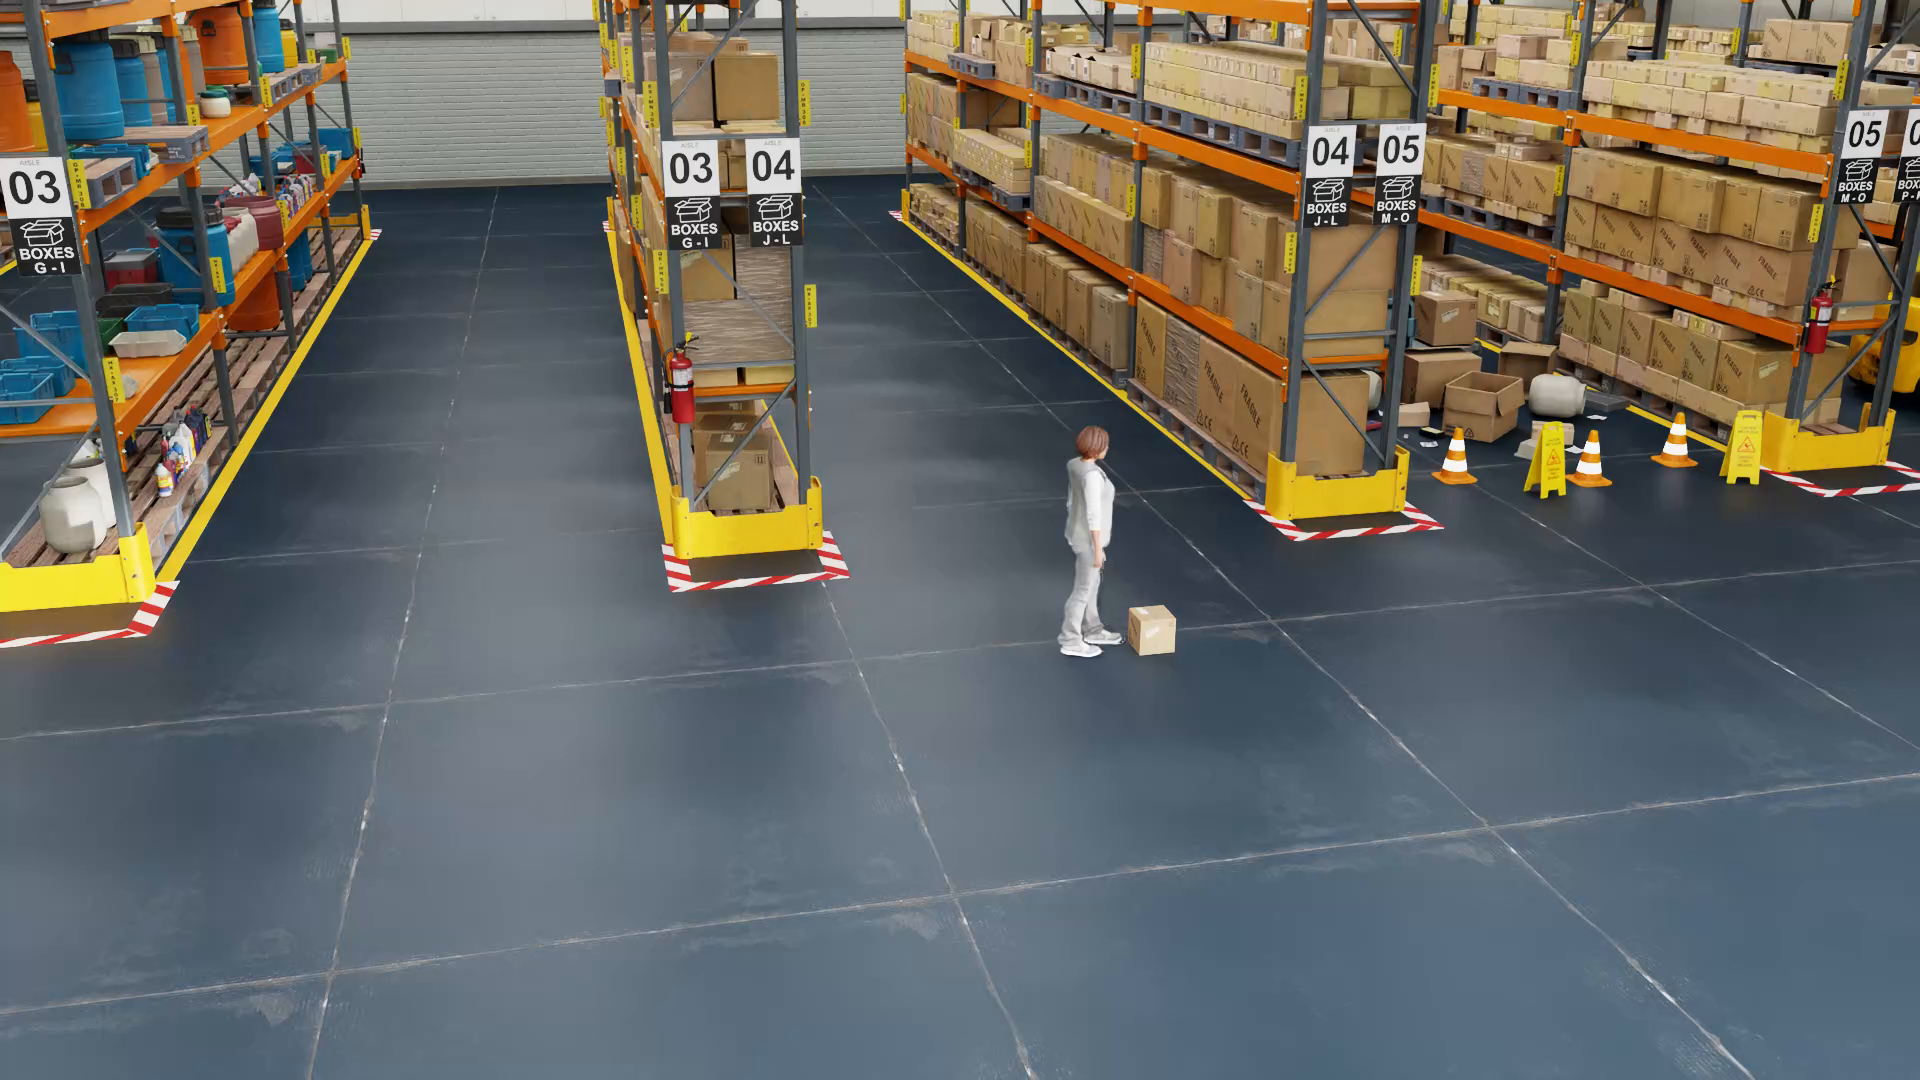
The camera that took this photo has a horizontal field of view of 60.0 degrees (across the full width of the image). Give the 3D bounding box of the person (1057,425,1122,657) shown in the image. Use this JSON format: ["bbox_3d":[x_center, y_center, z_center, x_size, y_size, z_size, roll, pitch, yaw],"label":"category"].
[{"bbox_3d":[0.902,0.010,11.043,0.502,1.600,0.438,-4,20,-12],"label":"person"}]
